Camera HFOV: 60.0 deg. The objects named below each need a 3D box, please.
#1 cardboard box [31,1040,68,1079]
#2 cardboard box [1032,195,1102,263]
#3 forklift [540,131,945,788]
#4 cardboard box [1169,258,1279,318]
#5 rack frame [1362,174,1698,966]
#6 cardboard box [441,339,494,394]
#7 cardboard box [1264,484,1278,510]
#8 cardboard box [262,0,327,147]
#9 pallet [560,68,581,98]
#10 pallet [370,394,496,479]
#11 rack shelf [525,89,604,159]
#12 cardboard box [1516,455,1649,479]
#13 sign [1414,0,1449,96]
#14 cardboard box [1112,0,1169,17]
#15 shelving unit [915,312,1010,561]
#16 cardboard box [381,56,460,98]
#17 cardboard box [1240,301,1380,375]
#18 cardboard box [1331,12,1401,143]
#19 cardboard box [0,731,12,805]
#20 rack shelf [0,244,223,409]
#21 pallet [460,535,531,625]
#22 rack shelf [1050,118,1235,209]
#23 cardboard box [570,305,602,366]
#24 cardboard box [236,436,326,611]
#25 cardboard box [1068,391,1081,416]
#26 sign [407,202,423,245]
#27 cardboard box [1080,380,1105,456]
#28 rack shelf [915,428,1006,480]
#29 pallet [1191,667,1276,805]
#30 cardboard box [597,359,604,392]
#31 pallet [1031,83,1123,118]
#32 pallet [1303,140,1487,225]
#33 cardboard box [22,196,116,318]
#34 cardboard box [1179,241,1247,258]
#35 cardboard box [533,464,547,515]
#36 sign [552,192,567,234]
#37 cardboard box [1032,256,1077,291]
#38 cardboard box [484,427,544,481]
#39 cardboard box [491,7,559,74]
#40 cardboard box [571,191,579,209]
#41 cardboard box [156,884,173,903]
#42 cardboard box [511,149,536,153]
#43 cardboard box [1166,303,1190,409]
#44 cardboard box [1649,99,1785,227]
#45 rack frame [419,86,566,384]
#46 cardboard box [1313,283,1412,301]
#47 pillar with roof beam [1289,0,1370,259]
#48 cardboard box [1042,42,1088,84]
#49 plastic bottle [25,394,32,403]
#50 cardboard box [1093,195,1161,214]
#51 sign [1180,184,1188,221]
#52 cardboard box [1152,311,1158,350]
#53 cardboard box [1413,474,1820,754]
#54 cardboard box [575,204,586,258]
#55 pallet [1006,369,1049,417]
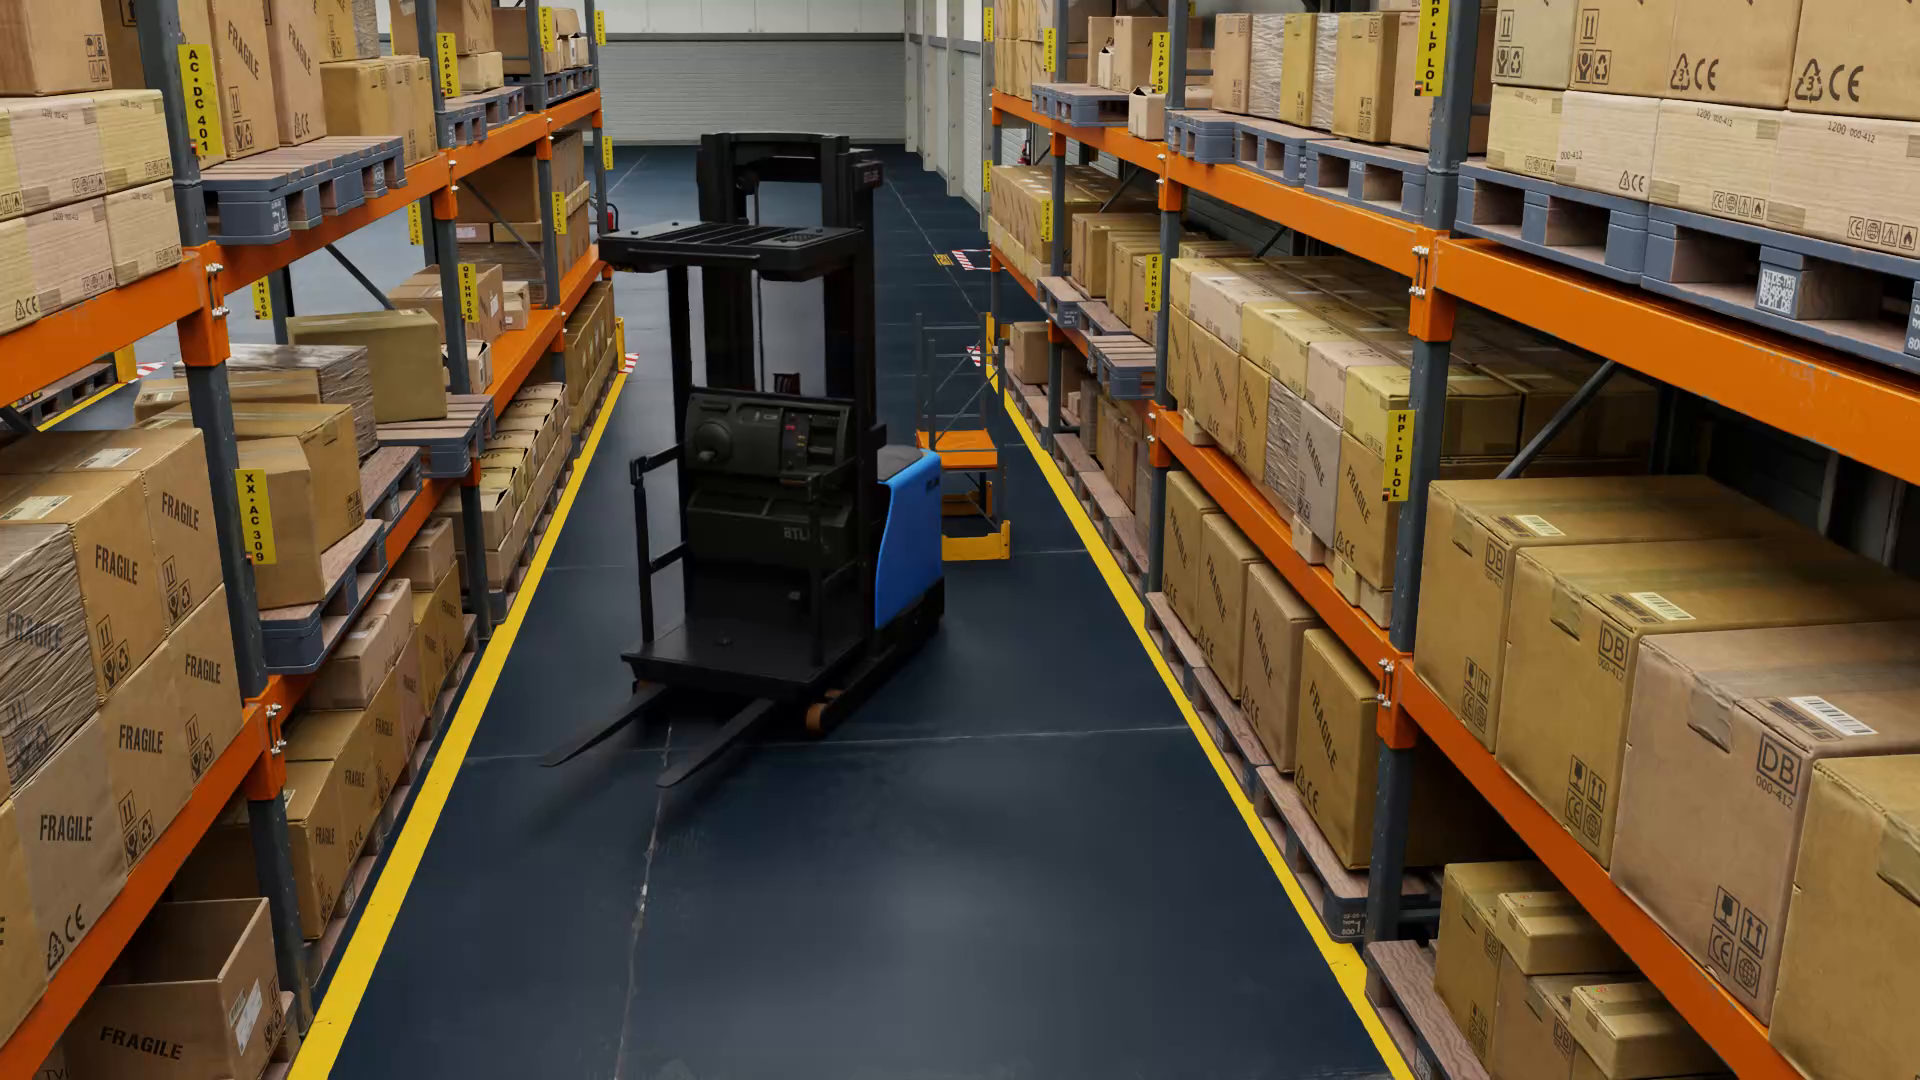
[{"bbox_3d":[-3.028,1.561,5.451,0.500,0.311,0.500,-2,18,-6],"label":"cardboard box"},{"bbox_3d":[0.889,-2.608,13.942,0.500,0.500,0.500,-2,18,-6],"label":"cardboard box"},{"bbox_3d":[-1.088,-0.542,8.510,1.130,2.935,3.031,6,19,20],"label":"forklift"},{"bbox_3d":[1.451,-1.394,9.162,0.500,0.250,0.500,-1,17,-4],"label":"cardboard box"},{"bbox_3d":[2.071,0.202,6.025,1.000,3.000,0.127,-2,18,-6],"label":"rack frame"},{"bbox_3d":[-3.168,-1.065,10.211,0.500,0.311,0.500,-2,18,-6],"label":"cardboard box"},{"bbox_3d":[1.651,-0.239,7.815,0.380,0.149,0.250,-1,17,-4],"label":"cardboard box"},{"bbox_3d":[-2.975,-1.920,6.742,0.600,0.600,0.600,-2,18,-8],"label":"cardboard box"},{"bbox_3d":[-3.918,-4.032,14.651,1.003,0.211,1.213,-2,18,-6],"label":"pallet"},{"bbox_3d":[-3.129,-0.544,8.722,1.213,0.211,1.003,-2,18,-6],"label":"pallet"},{"bbox_3d":[-3.888,-3.711,14.682,1.077,0.370,4.000,-2,18,-6],"label":"rack shelf"},{"bbox_3d":[2.274,-0.142,6.423,0.500,0.500,0.500,-2,18,-8],"label":"cardboard box"},{"bbox_3d":[1.532,-1.606,5.388,0.100,0.325,0.005,-2,18,-6],"label":"sign"},{"bbox_3d":[1.479,-4.301,13.493,0.500,0.500,0.500,-1,17,-4],"label":"cardboard box"},{"bbox_3d":[-0.008,-0.738,11.525,0.587,1.500,1.083,-2,18,-6],"label":"shelving unit"},{"bbox_3d":[-3.545,-3.015,10.815,0.500,0.250,0.500,-3,18,-10],"label":"cardboard box"},{"bbox_3d":[1.619,-0.942,7.722,0.500,0.250,0.500,-2,18,-7],"label":"cardboard box"},{"bbox_3d":[1.967,-1.916,6.862,0.700,0.500,0.500,-2,18,-7],"label":"cardboard box"},{"bbox_3d":[-2.389,0.427,3.472,0.500,0.500,0.500,-2,18,-6],"label":"cardboard box"},{"bbox_3d":[-2.650,-0.135,3.294,1.077,0.370,4.000,-2,18,-6],"label":"rack shelf"},{"bbox_3d":[-3.315,0.249,10.532,1.003,0.211,1.213,-2,18,-6],"label":"pallet"},{"bbox_3d":[1.452,-2.673,11.377,1.077,0.370,4.000,-2,18,-6],"label":"rack shelf"},{"bbox_3d":[-3.575,-1.868,15.256,0.500,0.500,0.500,-2,18,-6],"label":"cardboard box"},{"bbox_3d":[-2.683,-0.040,5.927,0.700,0.500,0.500,-8,19,-24],"label":"cardboard box"},{"bbox_3d":[1.160,-1.198,14.480,0.380,0.166,0.250,-4,18,-13],"label":"cardboard box"},{"bbox_3d":[-4.233,-2.460,12.928,0.100,0.325,0.005,-2,18,-6],"label":"sign"},{"bbox_3d":[1.338,-0.980,13.228,0.700,0.500,0.500,-1,17,-4],"label":"cardboard box"},{"bbox_3d":[-0.009,-0.569,11.587,0.538,0.185,1.000,-2,18,-6],"label":"rack shelf"},{"bbox_3d":[1.787,0.941,8.327,1.003,0.211,1.213,-2,18,-6],"label":"pallet"},{"bbox_3d":[-3.578,-1.510,15.368,0.500,0.250,0.500,-2,18,-6],"label":"cardboard box"},{"bbox_3d":[1.203,-3.335,12.599,1.213,0.211,1.003,-2,18,-6],"label":"pallet"},{"bbox_3d":[1.927,-1.409,6.469,0.805,0.209,1.217,-2,18,-8],"label":"pallet"},{"bbox_3d":[-2.501,-0.717,4.196,0.500,0.250,0.500,-2,18,-6],"label":"cardboard box"},{"bbox_3d":[1.545,-1.754,10.271,0.380,0.149,0.250,-5,18,-15],"label":"cardboard box"},{"bbox_3d":[-3.196,-0.346,11.661,0.500,0.250,0.500,-1,17,-5],"label":"cardboard box"},{"bbox_3d":[-3.143,-2.561,13.027,0.100,0.325,0.005,-2,18,-6],"label":"sign"},{"bbox_3d":[0.895,-2.251,14.056,0.500,0.250,0.500,-2,18,-6],"label":"cardboard box"},{"bbox_3d":[-3.197,-0.618,11.590,0.500,0.311,0.500,-2,18,-6],"label":"cardboard box"},{"bbox_3d":[-3.471,-3.931,13.081,0.500,0.500,0.500,0,17,-1],"label":"cardboard box"},{"bbox_3d":[-3.759,-3.161,15.486,0.380,0.149,0.250,-1,17,-4],"label":"cardboard box"},{"bbox_3d":[-3.192,1.201,6.282,0.500,0.500,0.500,-2,18,-6],"label":"cardboard box"},{"bbox_3d":[-3.787,-2.976,13.816,0.700,0.500,0.500,-2,18,-6],"label":"cardboard box"},{"bbox_3d":[1.454,-1.036,9.272,0.500,0.500,0.500,-1,17,-4],"label":"cardboard box"},{"bbox_3d":[1.978,-0.886,3.867,0.500,0.250,0.500,-2,18,-7],"label":"cardboard box"},{"bbox_3d":[-3.681,-2.027,13.125,1.000,3.000,0.127,-2,18,-6],"label":"rack frame"},{"bbox_3d":[2.062,-1.112,8.262,0.500,0.250,0.500,-2,18,-7],"label":"cardboard box"},{"bbox_3d":[-1.898,-4.133,9.817,9.100,9.000,0.400,-2,18,-6],"label":"pillar with roof beam"},{"bbox_3d":[0.947,-3.813,13.607,0.500,0.500,0.500,-1,17,-4],"label":"cardboard box"},{"bbox_3d":[-8.397,-1.368,14.838,0.152,0.276,0.135,-2,18,-5],"label":"plastic bottle"},{"bbox_3d":[1.405,-2.623,13.990,0.500,0.500,0.500,-2,18,-7],"label":"cardboard box"},{"bbox_3d":[1.797,-2.752,13.501,0.100,0.325,0.005,-2,18,-6],"label":"sign"},{"bbox_3d":[1.600,-1.387,10.185,0.700,0.500,0.500,-4,18,-12],"label":"cardboard box"},{"bbox_3d":[2.110,0.221,5.463,0.980,0.700,0.700,-2,17,-5],"label":"cardboard box"},{"bbox_3d":[-4.000,-2.971,15.964,0.700,0.500,0.500,-1,17,-4],"label":"cardboard box"},{"bbox_3d":[1.012,-1.414,15.828,1.003,0.211,1.213,-2,18,-6],"label":"pallet"}]
